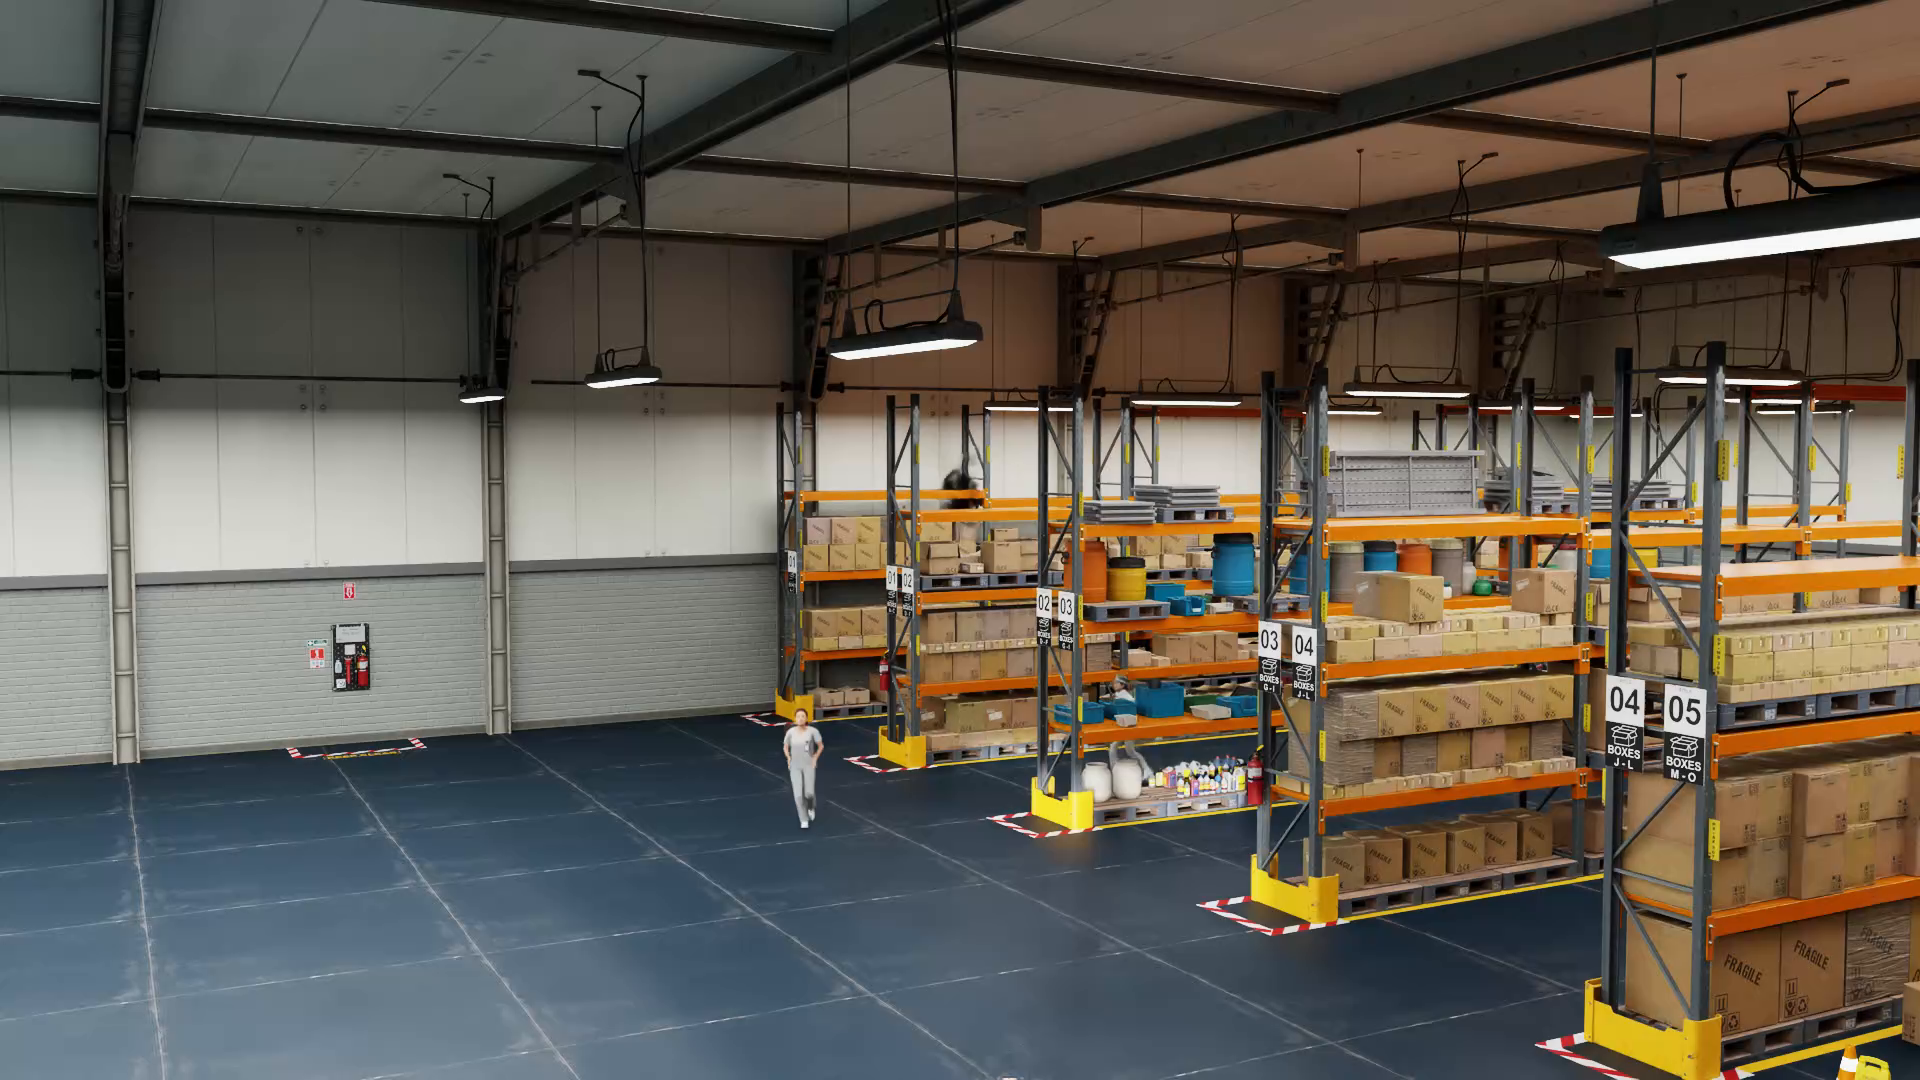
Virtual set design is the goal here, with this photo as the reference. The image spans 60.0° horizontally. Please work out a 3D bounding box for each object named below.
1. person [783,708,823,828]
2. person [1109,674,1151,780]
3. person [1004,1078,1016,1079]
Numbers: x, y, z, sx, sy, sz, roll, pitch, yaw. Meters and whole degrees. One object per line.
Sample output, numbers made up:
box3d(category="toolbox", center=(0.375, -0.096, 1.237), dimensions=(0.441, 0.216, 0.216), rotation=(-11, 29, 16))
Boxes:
box3d(category="person", center=(-2.126, 3.076, 22.463), dimensions=(0.541, 1.624, 0.553), rotation=(0, 3, 2))
box3d(category="person", center=(2.551, 2.884, 25.261), dimensions=(0.812, 1.732, 0.603), rotation=(-2, 4, -27))
box3d(category="person", center=(0.258, 3.761, 8.964), dimensions=(0.725, 1.757, 0.913), rotation=(0, 3, 3))
